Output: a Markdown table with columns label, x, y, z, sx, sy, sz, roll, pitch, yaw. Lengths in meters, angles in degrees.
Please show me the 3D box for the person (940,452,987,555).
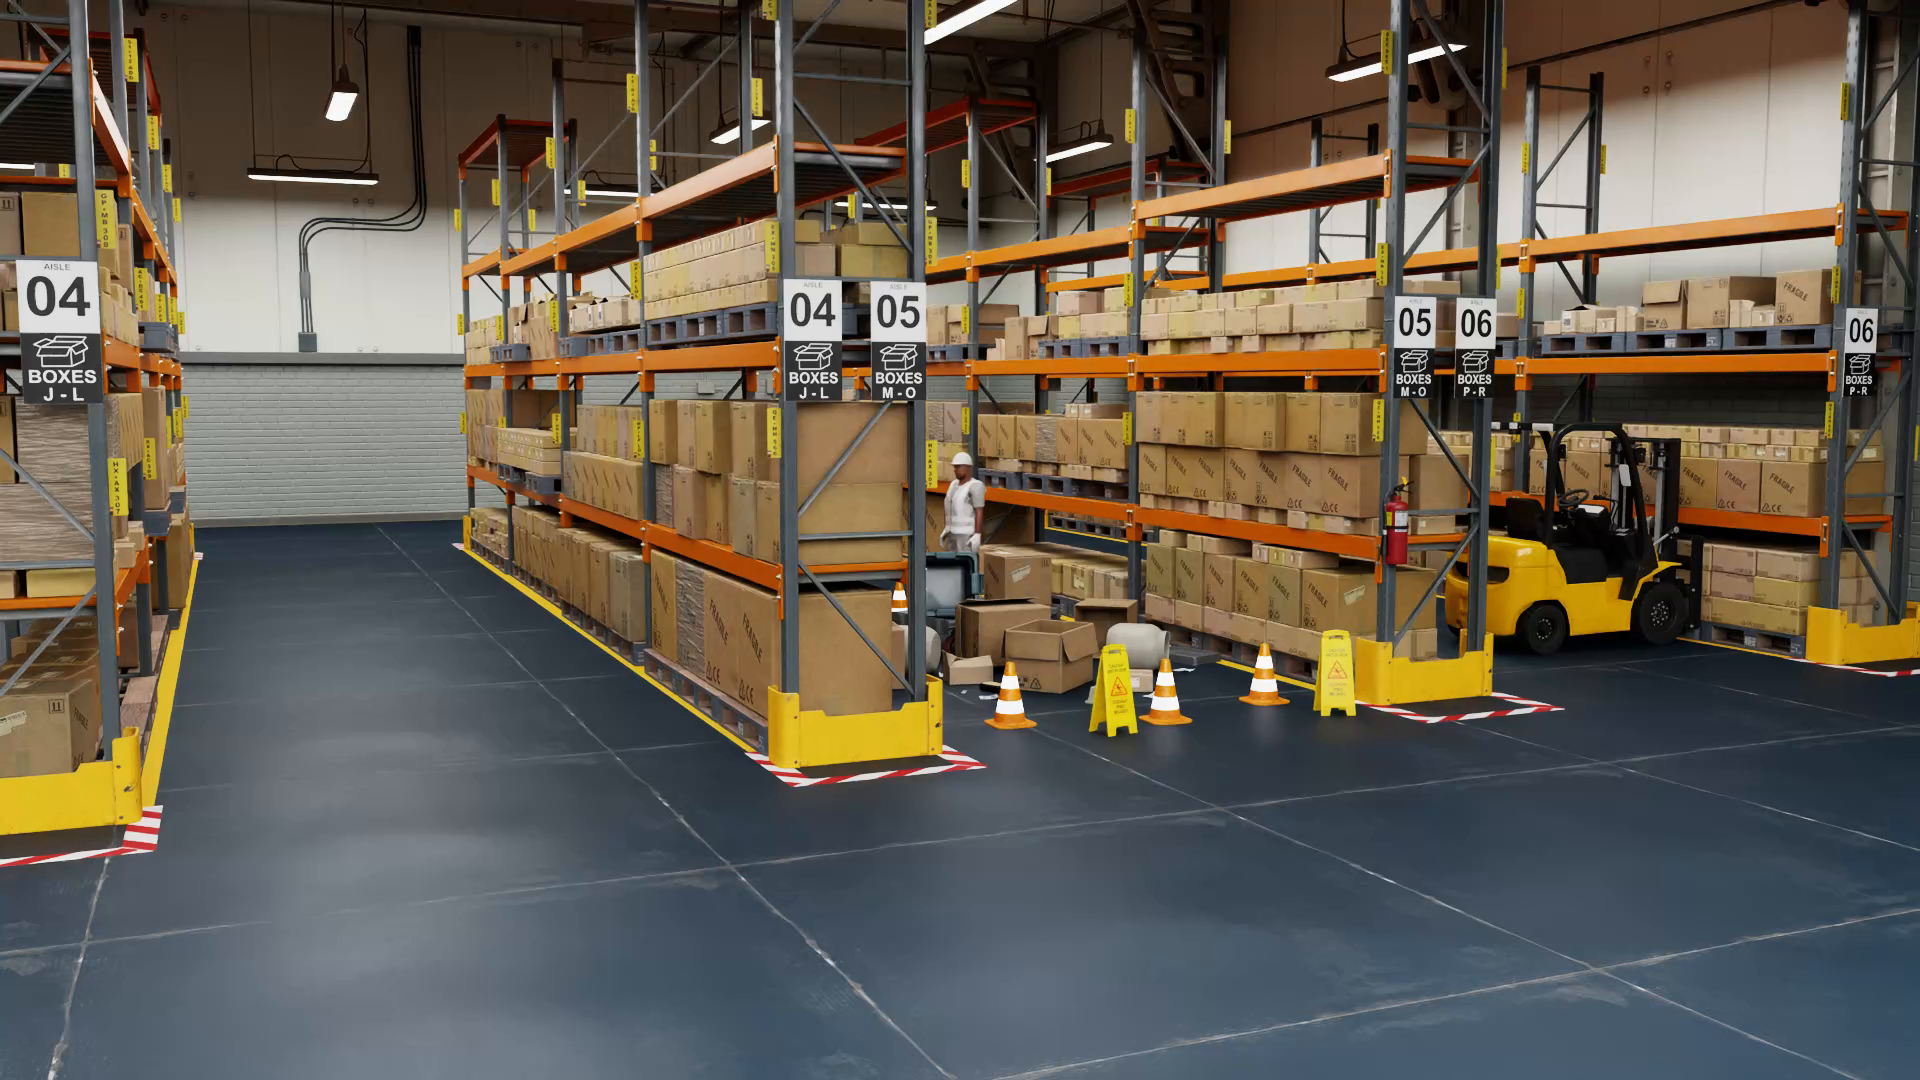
| label | x | y | z | sx | sy | sz | roll | pitch | yaw |
| --- | --- | --- | --- | --- | --- | --- | --- | --- | --- |
| person | 0.012 | -0.038 | 17.830 | 0.506 | 1.800 | 0.570 | -3 | 6 | -33 |
